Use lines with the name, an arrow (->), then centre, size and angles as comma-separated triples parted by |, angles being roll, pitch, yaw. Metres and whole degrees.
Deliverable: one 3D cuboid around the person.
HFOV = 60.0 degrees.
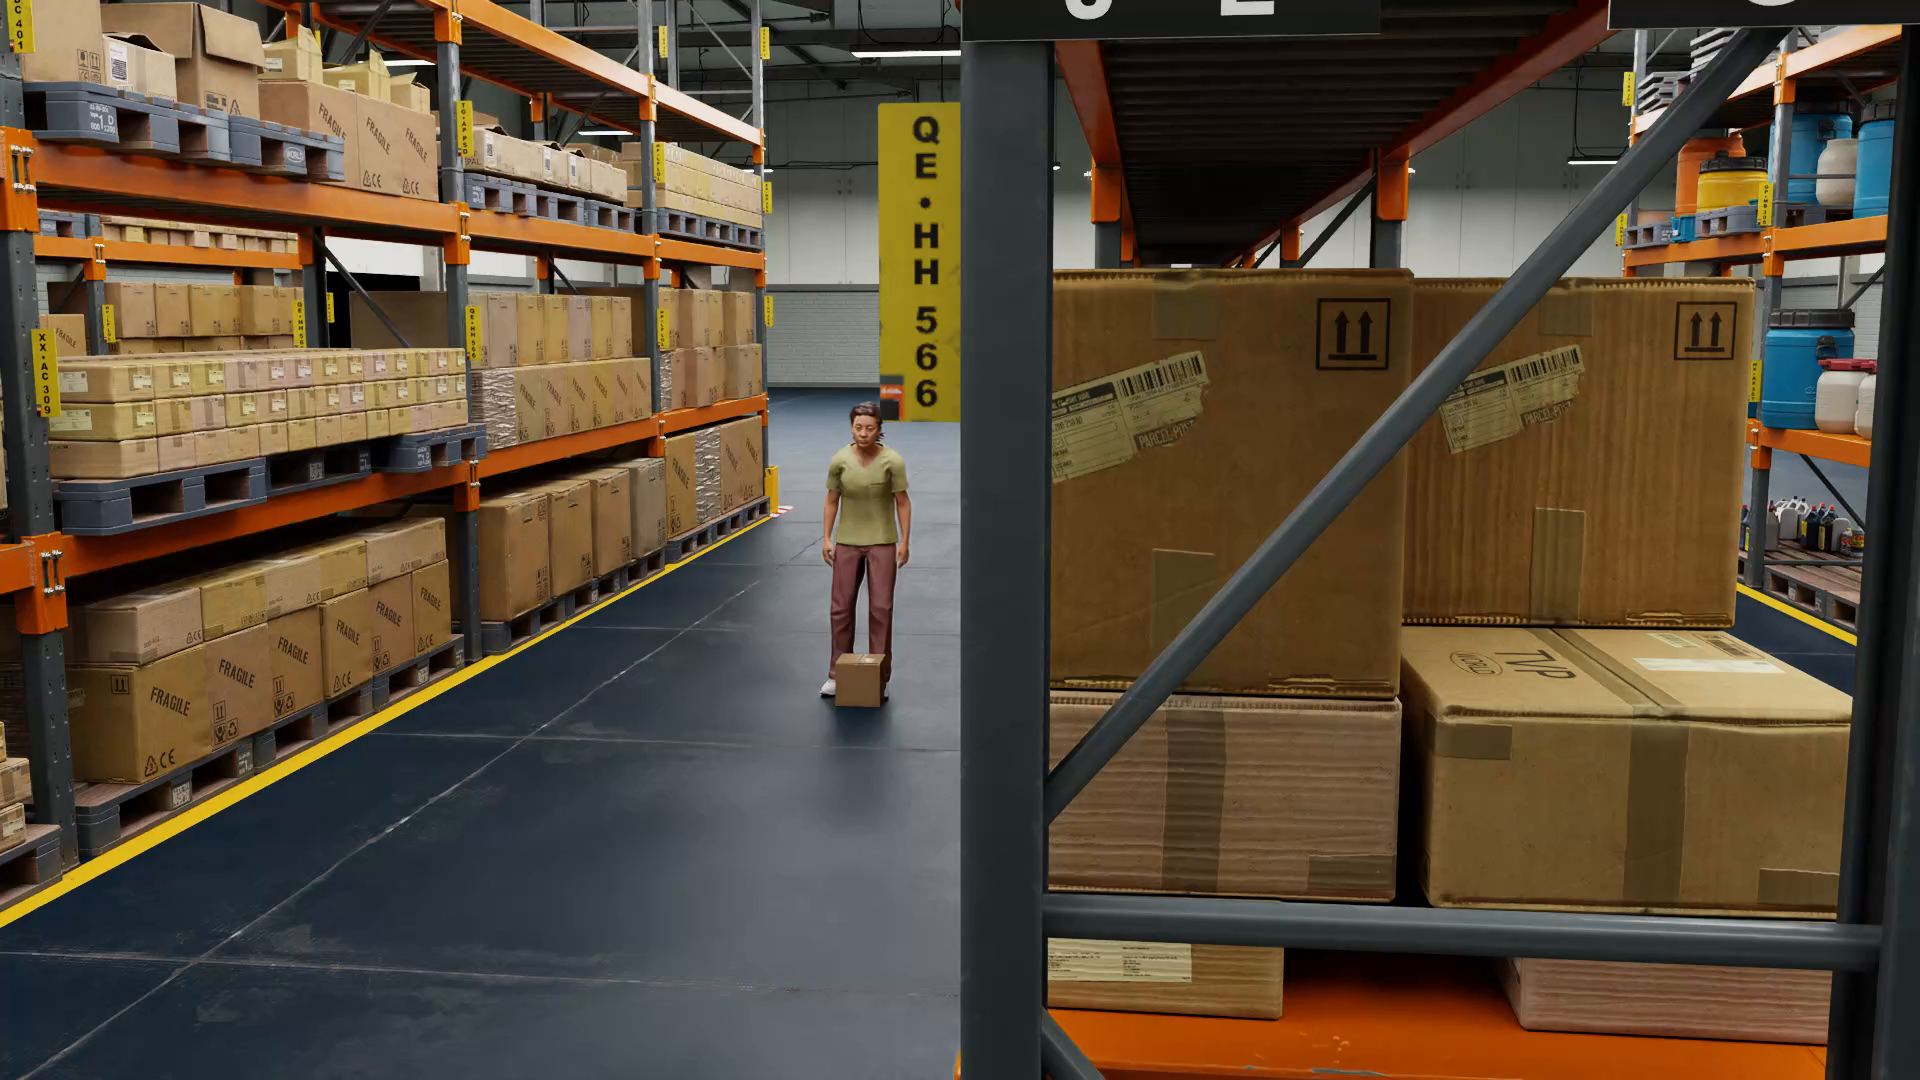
person -> -0.537, 0.050, 9.431 | 0.502, 1.673, 0.405 | 1, 8, 6
